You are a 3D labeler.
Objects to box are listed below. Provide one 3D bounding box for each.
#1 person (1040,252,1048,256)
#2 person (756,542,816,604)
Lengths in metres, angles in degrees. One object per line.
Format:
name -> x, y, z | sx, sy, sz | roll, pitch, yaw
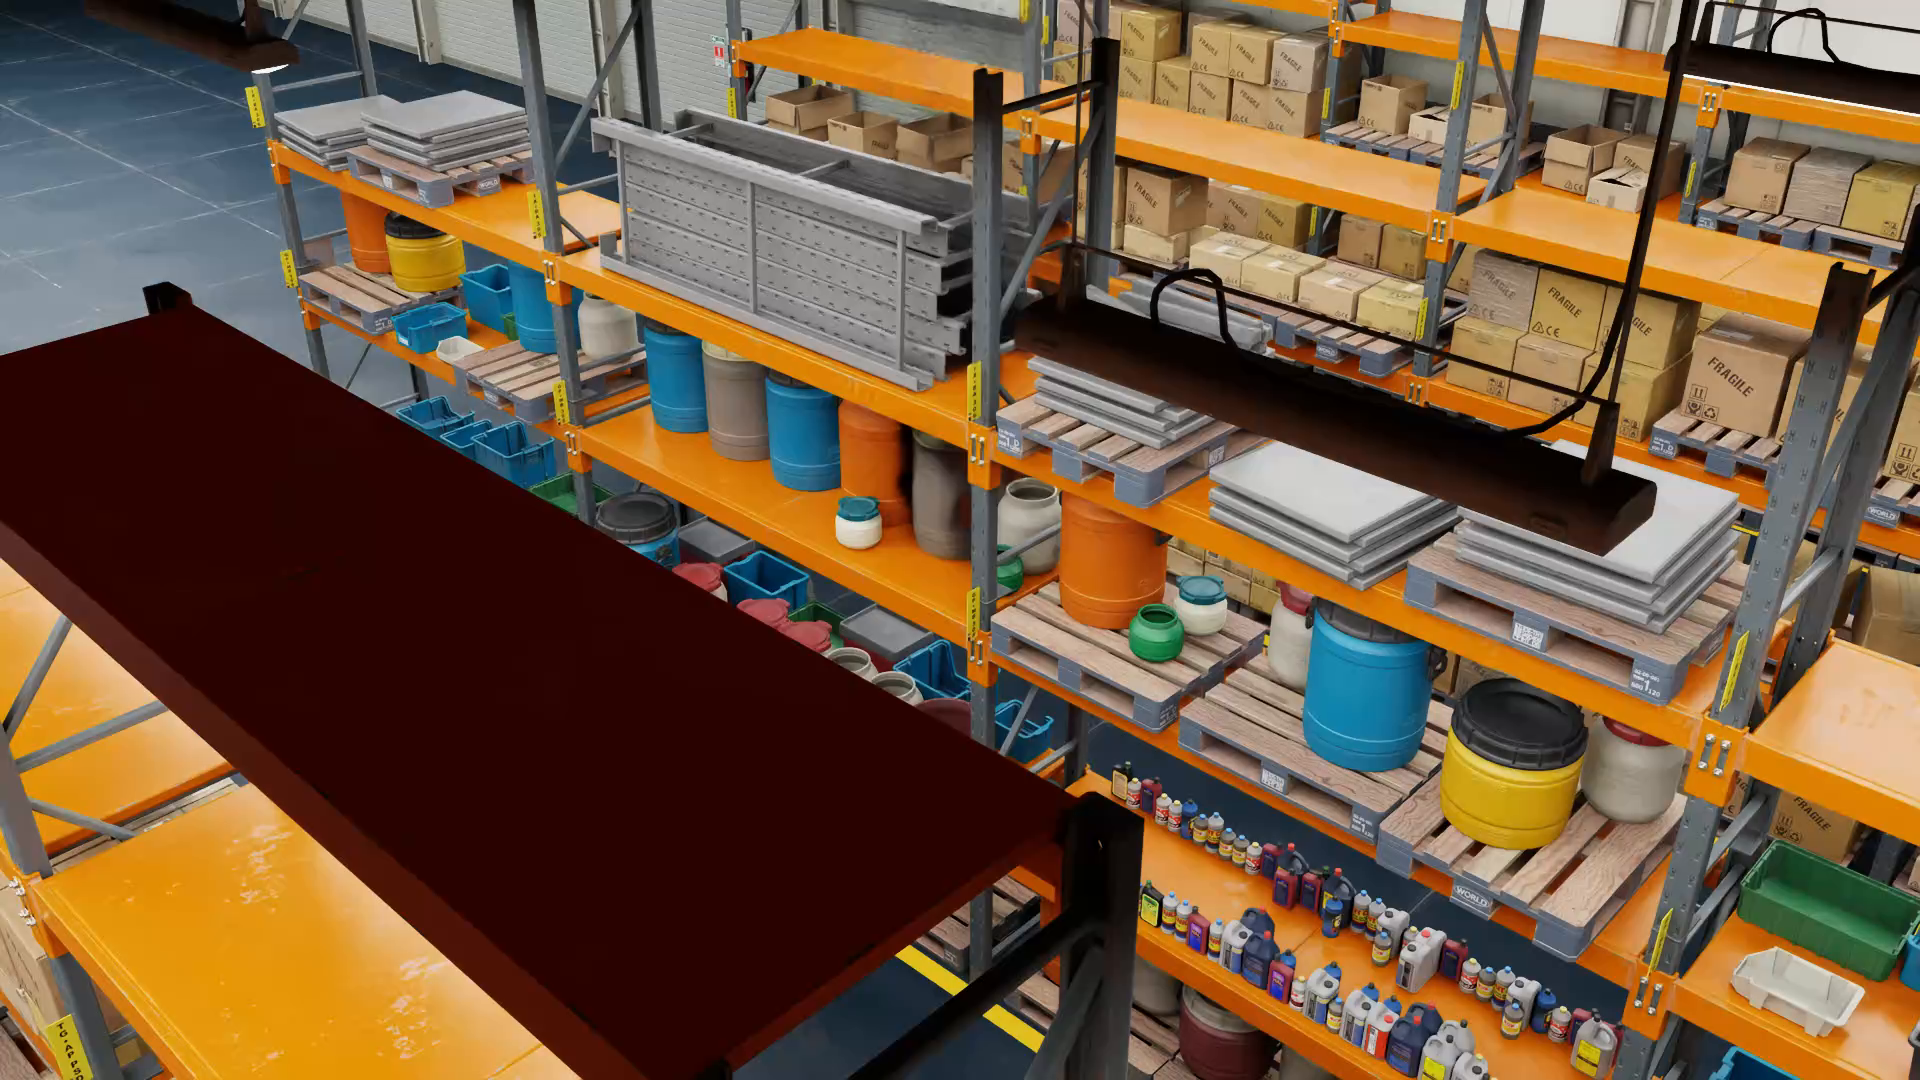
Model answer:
person -> 1.000, -2.382, 18.691 | 1.105, 1.776, 0.663 | 17, 34, 27
person -> -1.573, -0.044, 14.637 | 0.574, 1.642, 0.845 | -14, 32, -24
